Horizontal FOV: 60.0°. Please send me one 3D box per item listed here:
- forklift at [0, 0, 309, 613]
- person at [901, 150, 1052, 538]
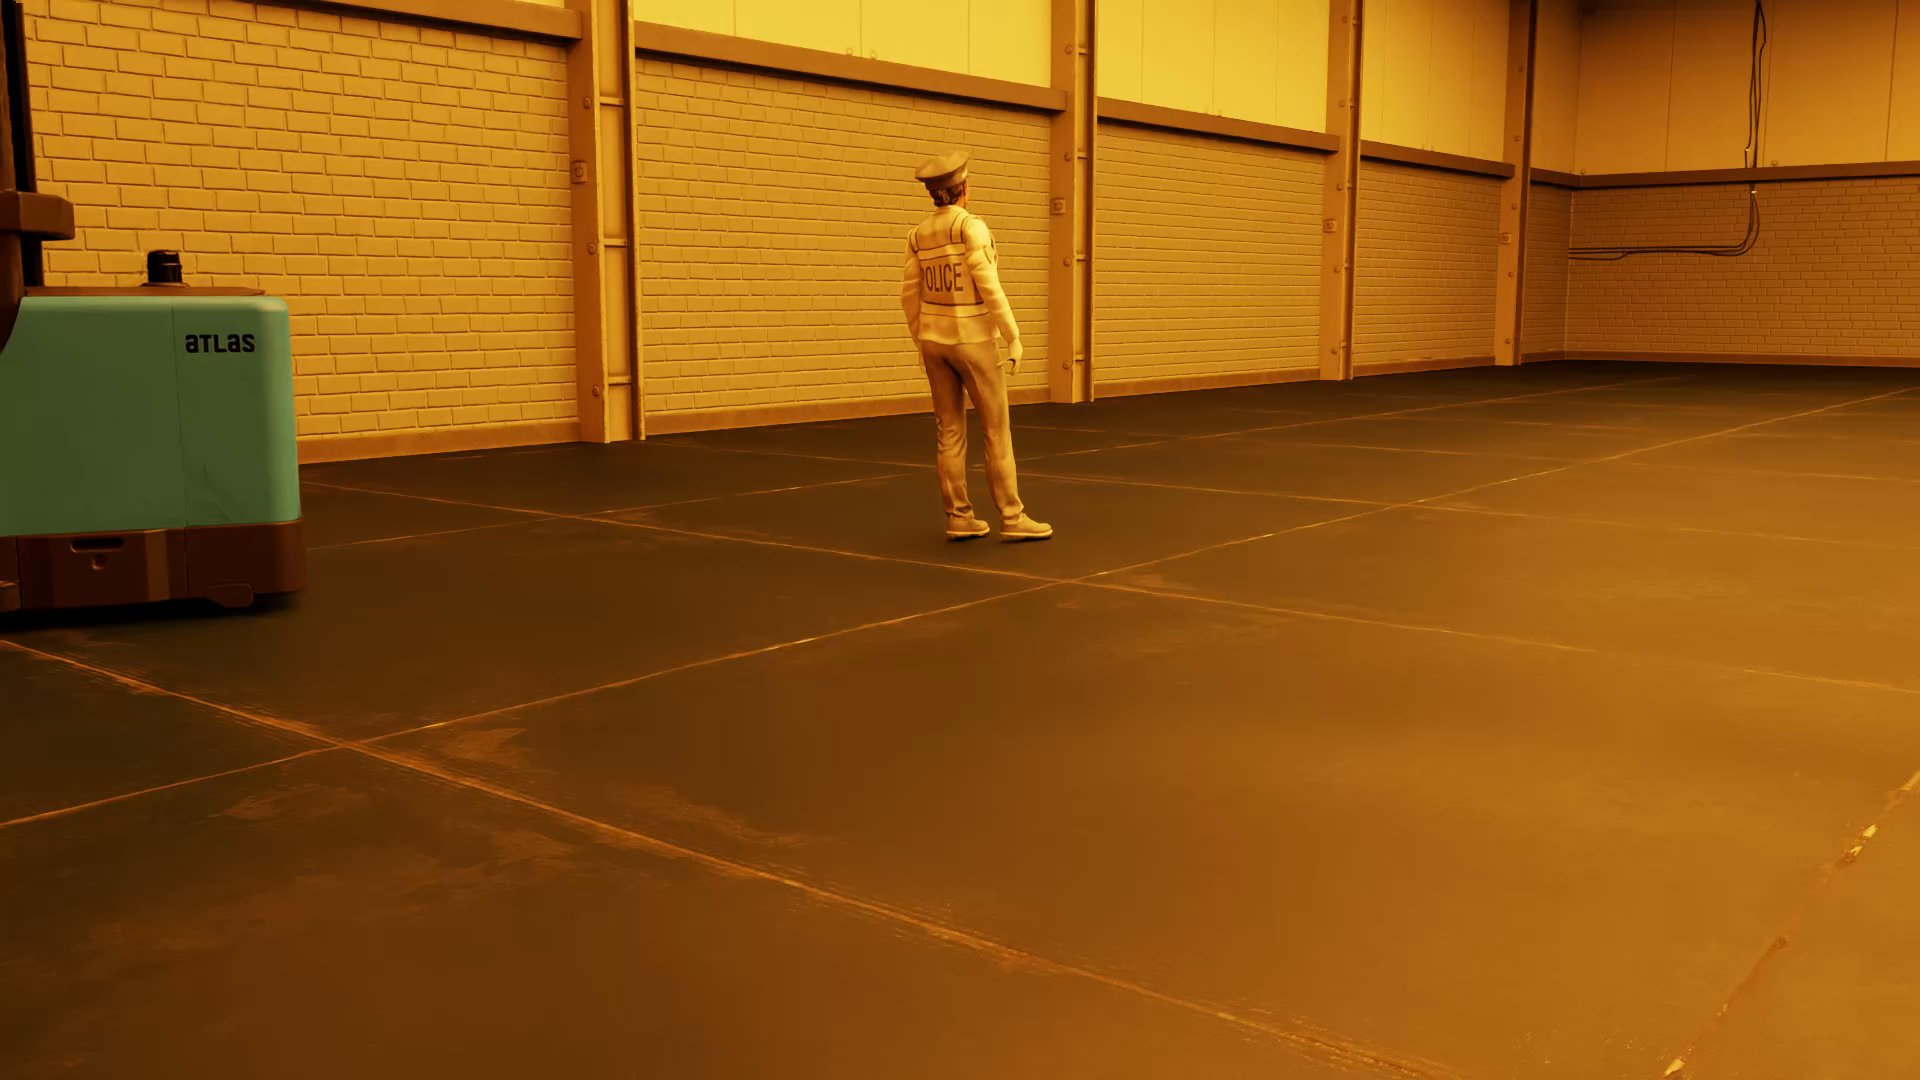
[{"bbox_3d":[-3.831,-1.185,5.384,3.031,2.935,1.130,-4,9,-24],"label":"forklift"},{"bbox_3d":[0.049,-0.853,7.330,0.586,1.694,0.530,7,11,38],"label":"person"}]
